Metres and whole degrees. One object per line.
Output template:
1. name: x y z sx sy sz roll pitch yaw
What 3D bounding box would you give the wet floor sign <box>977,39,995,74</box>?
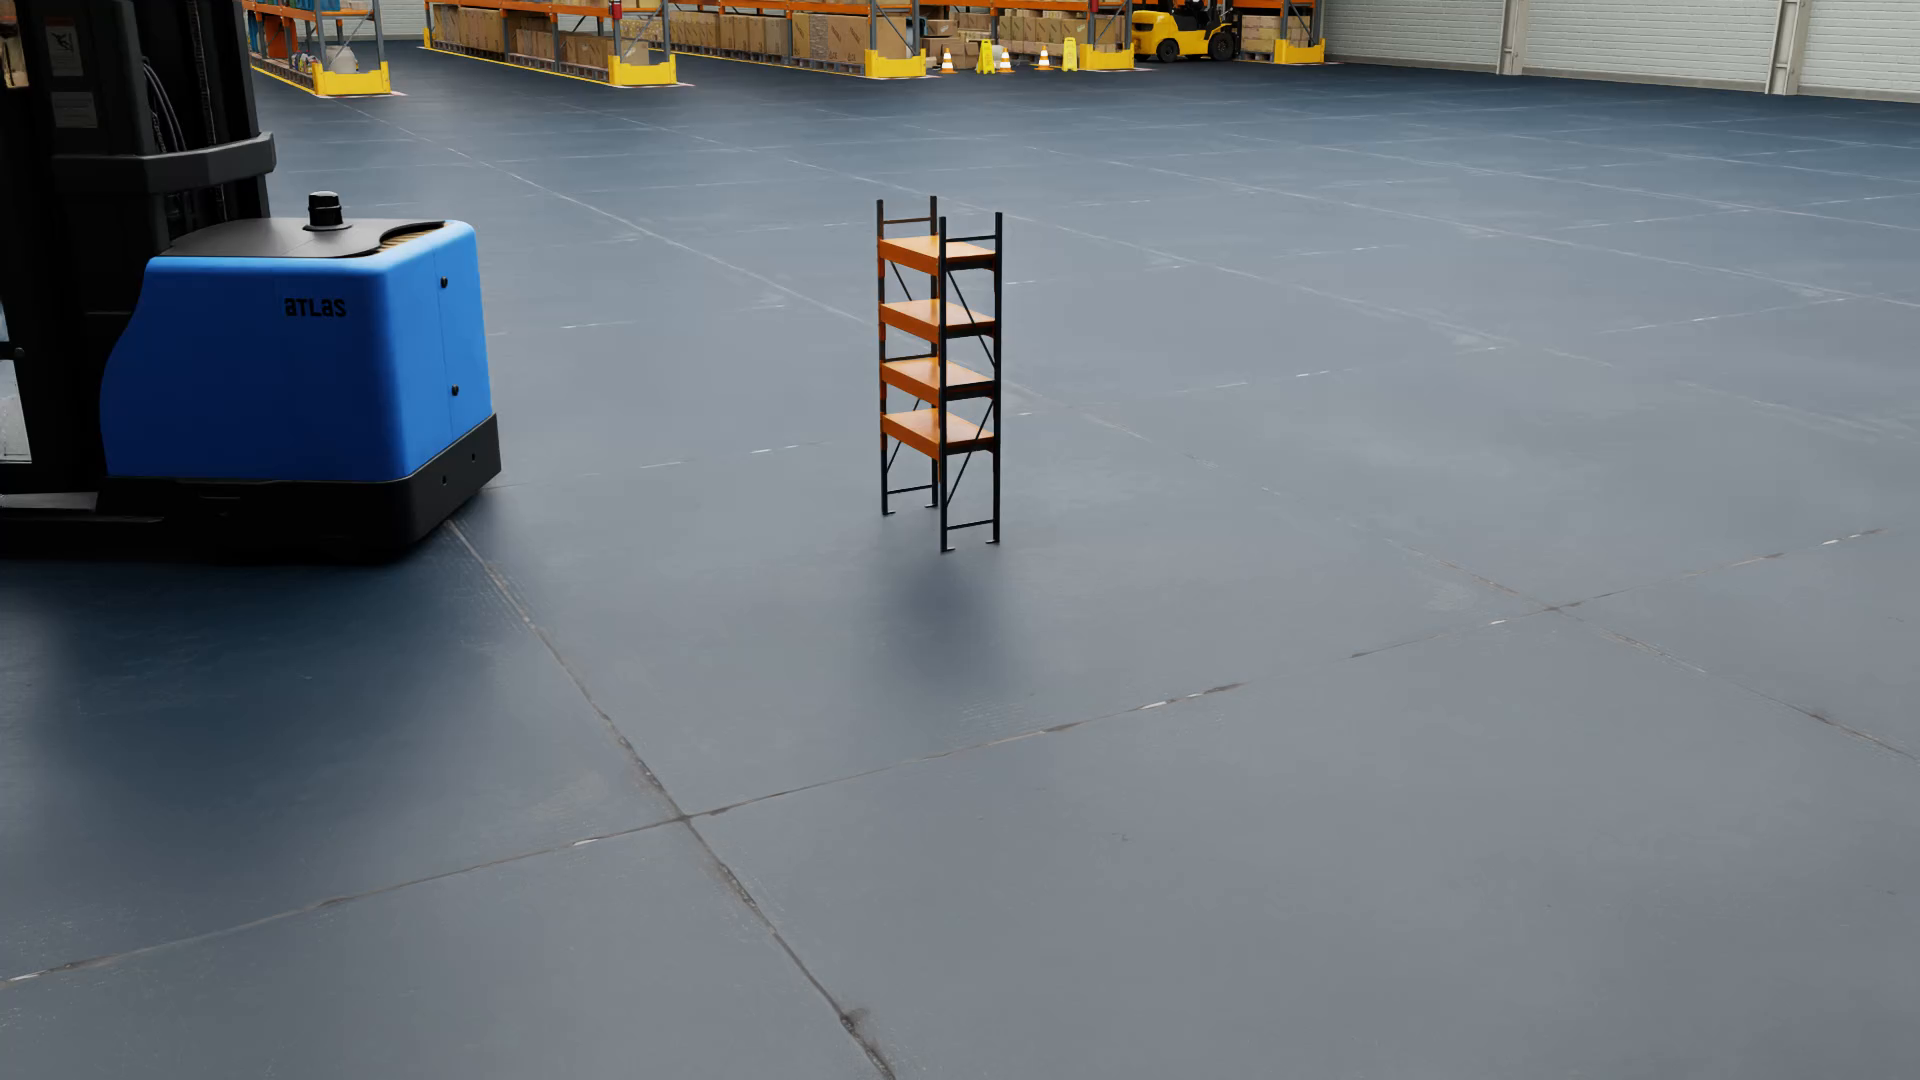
1. wet floor sign: 0.511 -9.525 32.745 0.267 0.644 0.232 -14 24 -36

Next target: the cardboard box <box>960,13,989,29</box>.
1. cardboard box: 0.410 -15.073 48.404 0.700 0.500 0.500 -9 21 -24

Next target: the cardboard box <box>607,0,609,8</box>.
1. cardboard box: -6.094 -9.603 29.748 0.380 0.149 0.250 -10 21 -27

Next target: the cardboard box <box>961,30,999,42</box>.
1. cardboard box: 0.568 -11.596 38.522 0.950 0.372 0.625 -9 21 -23

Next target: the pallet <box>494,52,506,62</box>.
1. pallet: -9.765 -10.817 37.154 1.003 0.211 1.213 -10 21 -27

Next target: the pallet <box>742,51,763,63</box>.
1. pallet: -4.161 -10.730 36.904 1.003 0.211 1.213 -10 21 -27

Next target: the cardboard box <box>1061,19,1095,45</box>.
1. cardboard box: 2.453 -10.578 34.610 0.500 0.500 0.500 -10 21 -26

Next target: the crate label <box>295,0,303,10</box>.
1. crate label: -11.129 -9.336 28.535 0.502 0.435 0.616 -10 21 -27

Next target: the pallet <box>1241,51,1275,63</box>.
1. pallet: 7.029 -10.800 37.106 1.003 0.211 1.213 -10 21 -27

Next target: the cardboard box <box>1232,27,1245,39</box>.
1. cardboard box: 6.431 -11.422 37.439 0.500 0.250 0.500 -11 22 -28

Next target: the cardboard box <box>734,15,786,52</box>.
1. cardboard box: -4.416 -11.332 37.178 1.050 0.750 0.750 -10 21 -26

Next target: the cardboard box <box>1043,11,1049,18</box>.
1. cardboard box: 1.979 -11.128 35.210 0.380 0.149 0.250 -9 21 -24

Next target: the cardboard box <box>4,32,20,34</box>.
1. cardboard box: -15.638 -8.224 27.787 0.500 0.500 0.500 -10 21 -27

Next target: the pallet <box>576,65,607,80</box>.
1. pallet: -6.625 -8.892 31.578 1.003 0.211 1.213 -10 21 -27

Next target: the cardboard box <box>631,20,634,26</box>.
1. cardboard box: -8.459 -13.651 43.907 0.380 0.149 0.250 -11 22 -29

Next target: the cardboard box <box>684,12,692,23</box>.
1. cardboard box: -6.332 -12.603 40.095 0.500 0.250 0.500 -9 21 -25

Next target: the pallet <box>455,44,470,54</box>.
1. pallet: -11.649 -11.957 40.460 1.003 0.211 1.213 -10 21 -27

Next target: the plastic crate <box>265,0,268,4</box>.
1. plastic crate: -13.318 -10.649 32.294 0.402 0.464 0.583 -10 21 -27

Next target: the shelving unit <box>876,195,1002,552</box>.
1. shelving unit: -0.079 -0.615 6.073 0.258 1.200 0.503 -10 21 -27

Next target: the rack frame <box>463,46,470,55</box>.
1. rack frame: -11.357 -13.045 39.337 1.000 3.000 0.127 -10 21 -27

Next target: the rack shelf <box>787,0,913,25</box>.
1. rack shelf: -2.195 -10.574 33.278 1.077 0.370 4.000 -10 21 -27

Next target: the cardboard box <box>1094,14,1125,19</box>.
1. cardboard box: 3.915 -13.096 42.483 0.875 0.625 0.625 -9 21 -25

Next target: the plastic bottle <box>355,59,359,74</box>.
1. plastic bottle: -10.604 -8.320 29.152 0.097 0.271 0.097 0 19 0

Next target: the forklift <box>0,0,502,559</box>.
1. forklift: -3.397 -1.495 5.970 3.031 2.935 1.130 1 19 4

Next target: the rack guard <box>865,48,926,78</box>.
1. rack guard: -1.234 -9.151 31.884 1.175 0.500 0.348 -10 21 -27

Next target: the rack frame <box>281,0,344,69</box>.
1. rack frame: -11.917 -9.981 30.459 1.000 3.000 0.127 -10 21 -27

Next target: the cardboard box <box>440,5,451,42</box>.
1. cardboard box: -12.450 -12.955 41.690 0.875 0.875 0.875 -10 21 -27

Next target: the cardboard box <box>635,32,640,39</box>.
1. cardboard box: -8.284 -13.217 43.562 0.380 0.149 0.250 -11 22 -29

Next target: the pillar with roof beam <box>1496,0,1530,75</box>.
1. pillar with roof beam: 6.953 -12.691 29.115 9.100 9.000 0.400 -10 21 -27

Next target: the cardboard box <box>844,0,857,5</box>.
1. cardboard box: -1.742 -10.664 32.208 0.875 0.550 0.550 -10 21 -27

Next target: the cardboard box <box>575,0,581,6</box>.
1. cardboard box: -6.997 -10.093 31.167 0.380 0.149 0.250 -10 21 -27

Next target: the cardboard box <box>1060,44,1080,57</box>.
1. cardboard box: 2.431 -10.231 34.754 0.500 0.250 0.500 -10 21 -27

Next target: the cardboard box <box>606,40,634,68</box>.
1. cardboard box: -6.254 -8.965 30.702 0.500 0.500 0.500 -4 20 -12

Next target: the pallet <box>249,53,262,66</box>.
1. pallet: -14.803 -10.381 35.892 1.003 0.211 1.213 -10 21 -27

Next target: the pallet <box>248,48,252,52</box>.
1. pallet: -16.099 -11.165 38.163 1.003 0.211 1.213 -10 21 -27

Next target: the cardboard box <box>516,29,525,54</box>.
1. cardboard box: -9.122 -10.734 35.797 0.700 0.500 0.500 -11 22 -30

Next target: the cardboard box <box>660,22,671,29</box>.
1. cardboard box: -7.342 -12.978 41.958 0.380 0.149 0.250 -9 21 -25

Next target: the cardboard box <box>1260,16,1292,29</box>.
1. cardboard box: 6.936 -11.360 36.494 0.500 0.250 0.500 -9 21 -25

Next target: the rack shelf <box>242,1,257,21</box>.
1. rack shelf: -14.766 -11.364 35.568 1.077 0.370 4.000 -10 21 -27

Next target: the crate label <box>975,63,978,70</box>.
1. crate label: 0.480 -9.652 33.893 0.298 0.136 0.250 11 22 30

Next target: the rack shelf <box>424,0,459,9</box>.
1. rack shelf: -12.307 -13.279 41.119 1.077 0.370 4.000 -10 21 -27

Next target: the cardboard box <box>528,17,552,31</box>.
1. cardboard box: -8.852 -10.939 35.243 0.500 0.250 0.500 -7 20 -21

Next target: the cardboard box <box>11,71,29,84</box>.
1. cardboard box: -14.437 -7.154 25.837 0.500 0.250 0.500 -10 21 -27

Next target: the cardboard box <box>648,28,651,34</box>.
1. cardboard box: -7.826 -13.124 42.838 0.380 0.149 0.250 -9 21 -25

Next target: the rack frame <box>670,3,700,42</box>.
1. rack frame: -6.944 -13.784 41.480 1.000 3.000 0.127 -10 21 -27

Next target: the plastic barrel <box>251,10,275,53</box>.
1. plastic barrel: -15.136 -11.122 36.339 0.600 0.901 0.708 -10 21 -27

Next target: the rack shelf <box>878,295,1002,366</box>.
1. rack shelf: -0.079 -0.763 6.022 0.258 0.148 0.480 -10 21 -27

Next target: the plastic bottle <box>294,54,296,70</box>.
1. plastic bottle: -11.974 -8.654 30.113 0.152 0.276 0.135 -9 21 -25

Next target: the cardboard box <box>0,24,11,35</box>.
1. cardboard box: -18.859 -9.992 32.497 0.500 0.250 0.500 -9 21 -25

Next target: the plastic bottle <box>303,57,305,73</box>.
1. plastic bottle: -11.437 -8.329 29.172 0.152 0.276 0.135 -11 22 -28

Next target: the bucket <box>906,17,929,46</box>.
1. bucket: -1.051 -10.977 36.032 0.726 0.611 0.620 -3 9 -8

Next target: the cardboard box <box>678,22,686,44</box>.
1. cardboard box: -6.574 -12.396 40.646 0.500 0.500 0.500 -9 21 -24
